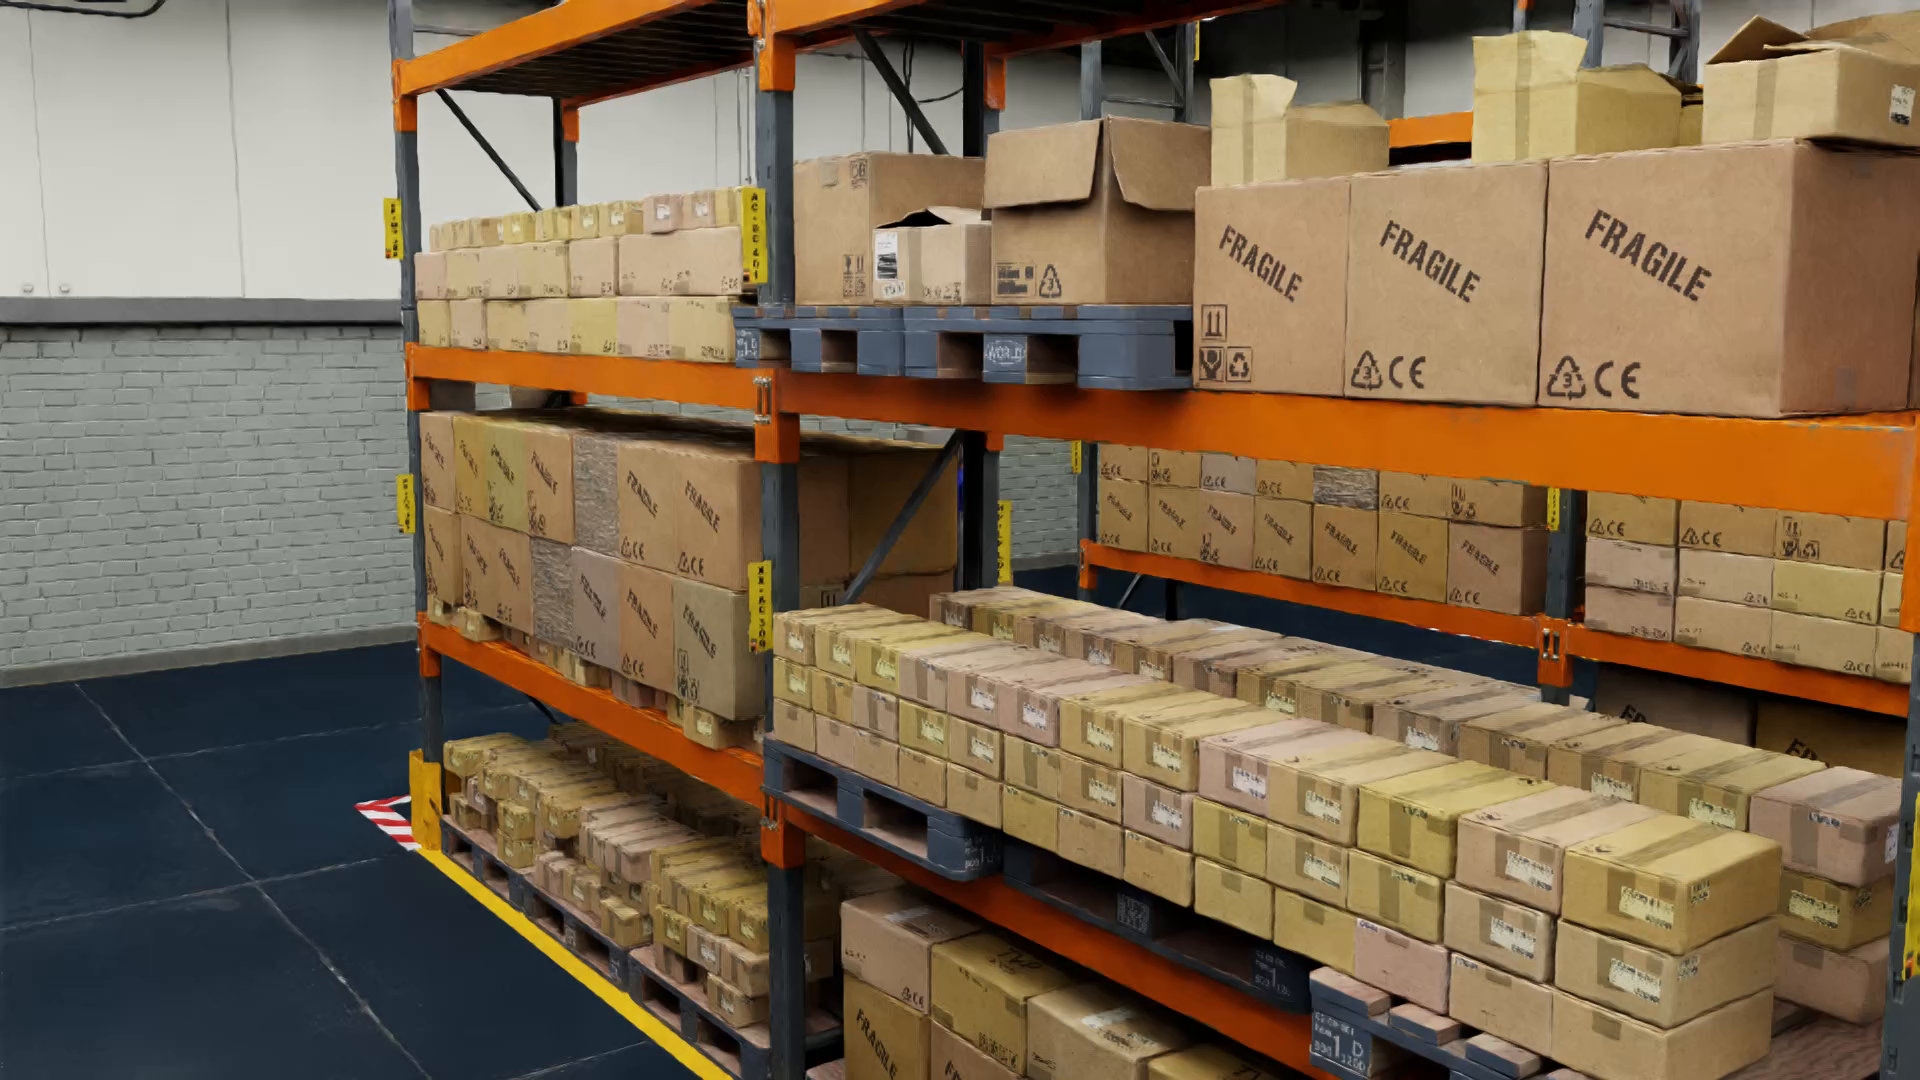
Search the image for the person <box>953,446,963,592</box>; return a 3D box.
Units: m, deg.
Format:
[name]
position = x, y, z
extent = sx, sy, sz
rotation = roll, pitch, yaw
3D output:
[person]
position = 0.015, -0.090, 16.324
extent = 0.355, 1.665, 0.489
rotation = -5, 10, -34
